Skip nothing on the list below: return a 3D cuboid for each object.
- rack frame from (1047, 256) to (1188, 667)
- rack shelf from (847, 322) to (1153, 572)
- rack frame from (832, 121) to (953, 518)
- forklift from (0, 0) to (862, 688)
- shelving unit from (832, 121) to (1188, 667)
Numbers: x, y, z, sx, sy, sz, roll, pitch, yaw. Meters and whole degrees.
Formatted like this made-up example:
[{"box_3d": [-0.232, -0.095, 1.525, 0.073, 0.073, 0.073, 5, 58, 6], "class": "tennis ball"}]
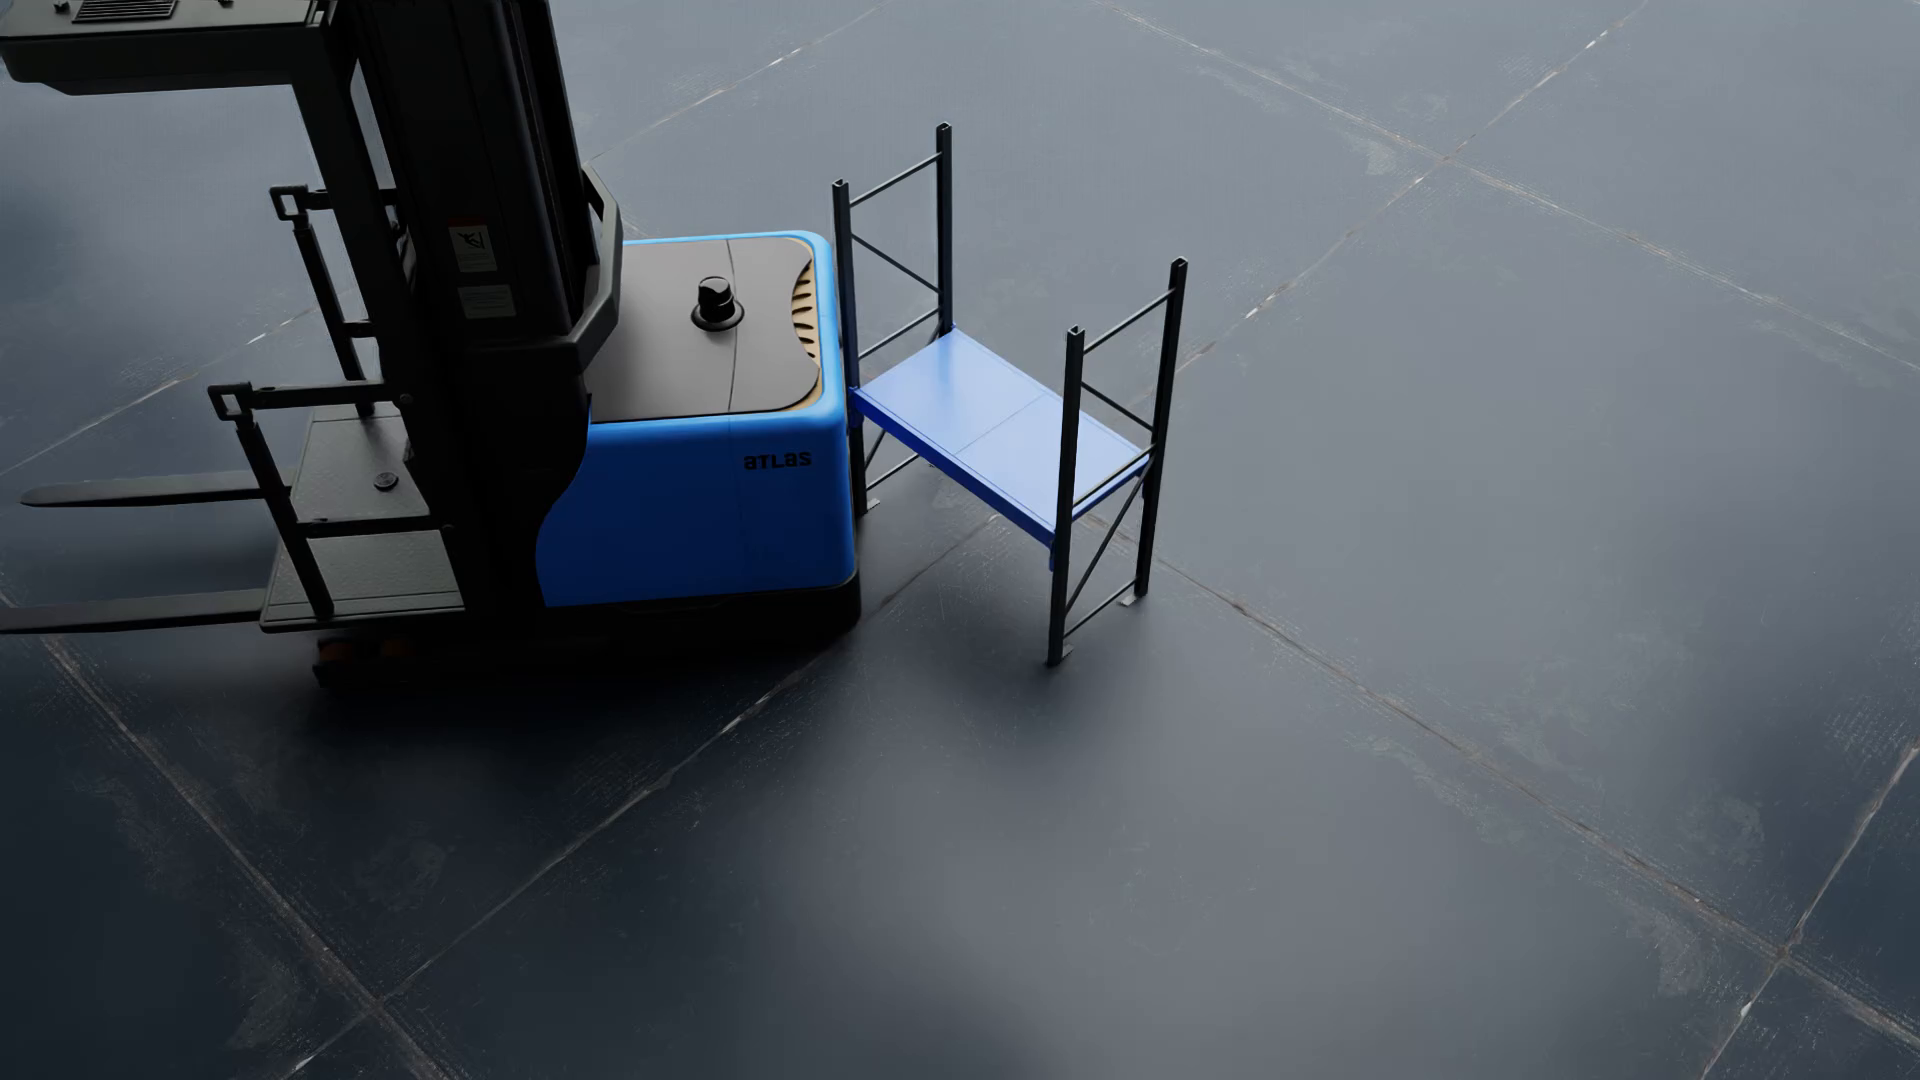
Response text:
[{"box_3d": [0.496, -0.204, 5.413, 0.500, 1.500, 0.032, -36, 56, -29], "class": "rack frame"}, {"box_3d": [0.140, -0.346, 5.793, 0.538, 0.185, 1.000, -36, 56, -29], "class": "rack shelf"}, {"box_3d": [-0.216, -0.734, 5.910, 0.500, 1.500, 0.032, -36, 56, -29], "class": "rack frame"}, {"box_3d": [-1.900, -0.899, 5.084, 3.031, 2.935, 1.130, -4, 47, -4], "class": "forklift"}, {"box_3d": [0.140, -0.469, 5.662, 0.538, 1.500, 1.048, -36, 56, -29], "class": "shelving unit"}]
